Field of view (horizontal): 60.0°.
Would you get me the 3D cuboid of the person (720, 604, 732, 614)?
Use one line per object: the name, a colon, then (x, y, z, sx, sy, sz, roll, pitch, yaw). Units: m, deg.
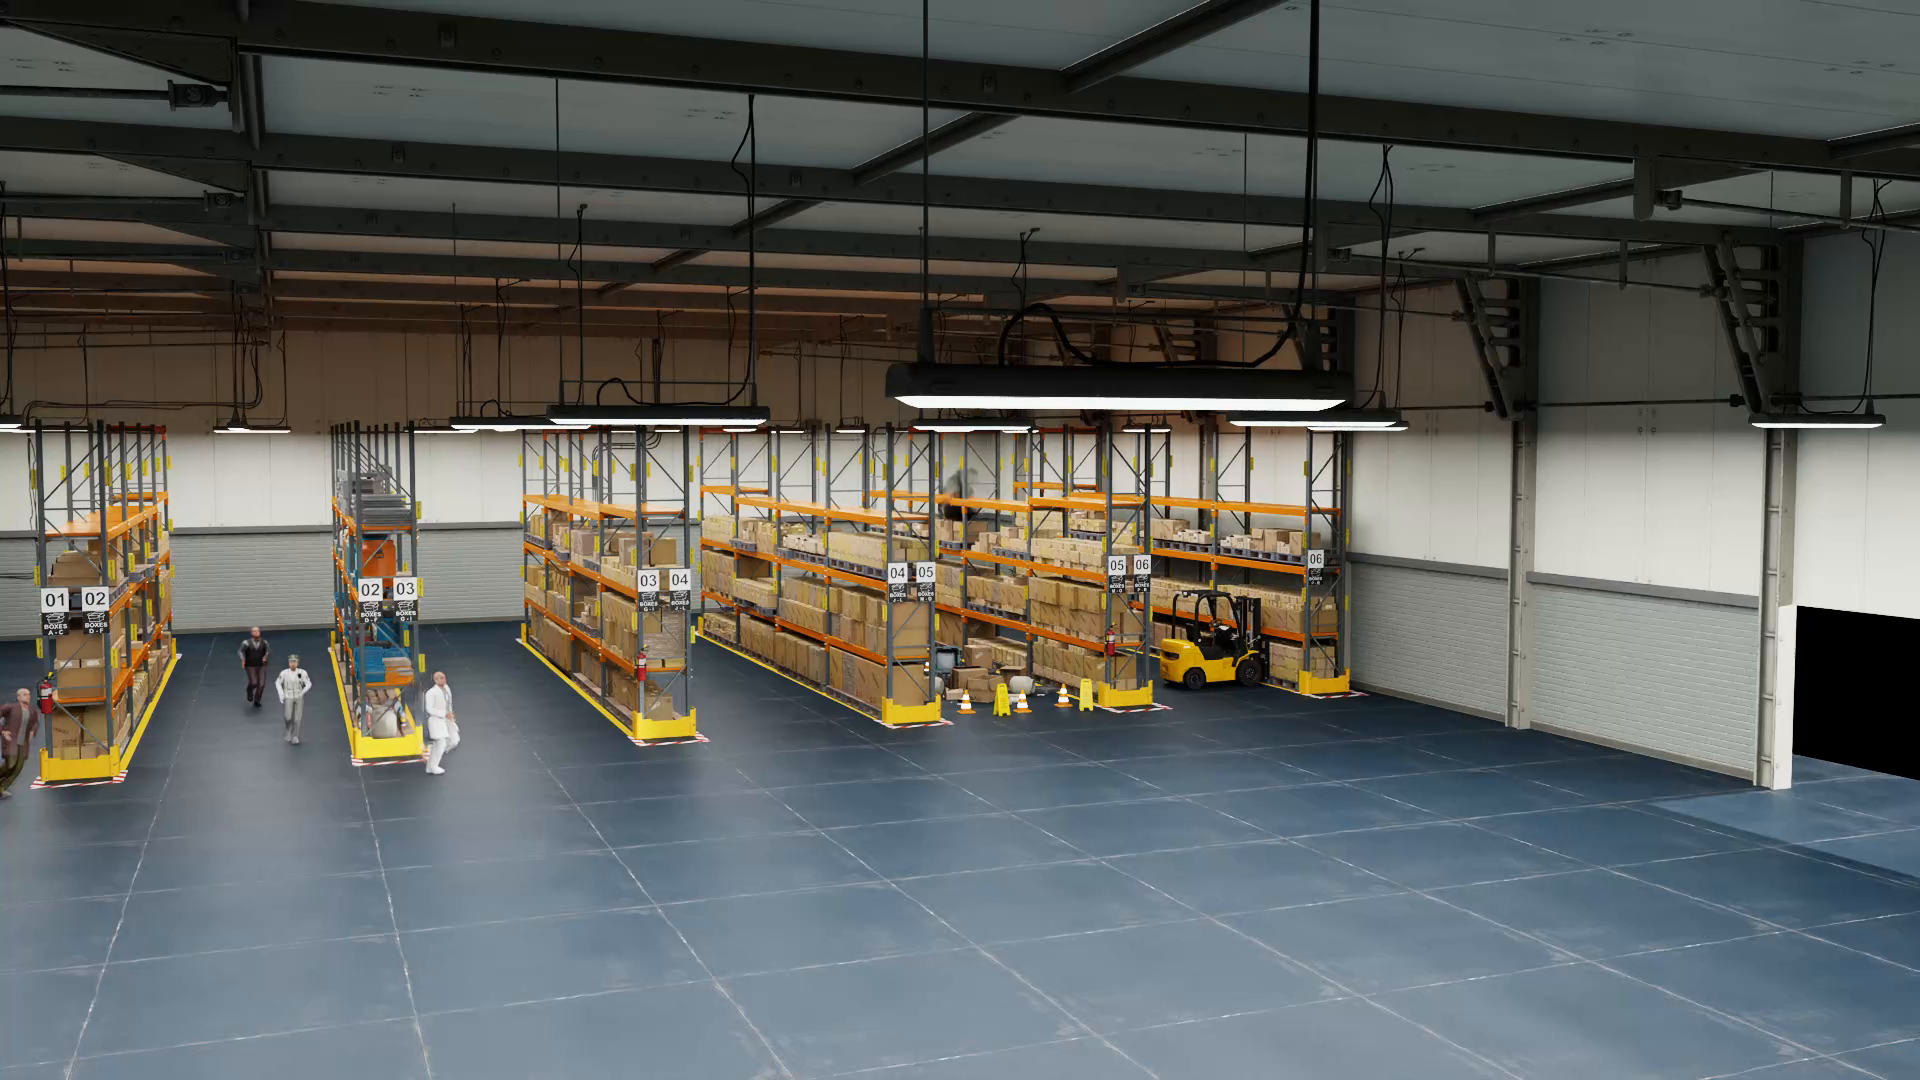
person: (-6.886, 1.825, 49.702, 0.518, 1.604, 0.602, -1, 4, -22)

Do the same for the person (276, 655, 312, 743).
person: (-12.377, 2.955, 30.913, 0.623, 1.661, 0.560, -1, 4, -23)

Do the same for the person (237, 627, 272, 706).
person: (-14.891, 2.686, 35.187, 0.652, 1.676, 0.569, -3, 4, -36)

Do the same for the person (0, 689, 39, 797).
person: (-15.060, 3.217, 26.526, 0.631, 1.684, 0.754, 2, 4, 29)

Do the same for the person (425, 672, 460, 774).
person: (-8.764, 3.093, 28.196, 0.673, 1.728, 0.733, 1, 4, 21)
